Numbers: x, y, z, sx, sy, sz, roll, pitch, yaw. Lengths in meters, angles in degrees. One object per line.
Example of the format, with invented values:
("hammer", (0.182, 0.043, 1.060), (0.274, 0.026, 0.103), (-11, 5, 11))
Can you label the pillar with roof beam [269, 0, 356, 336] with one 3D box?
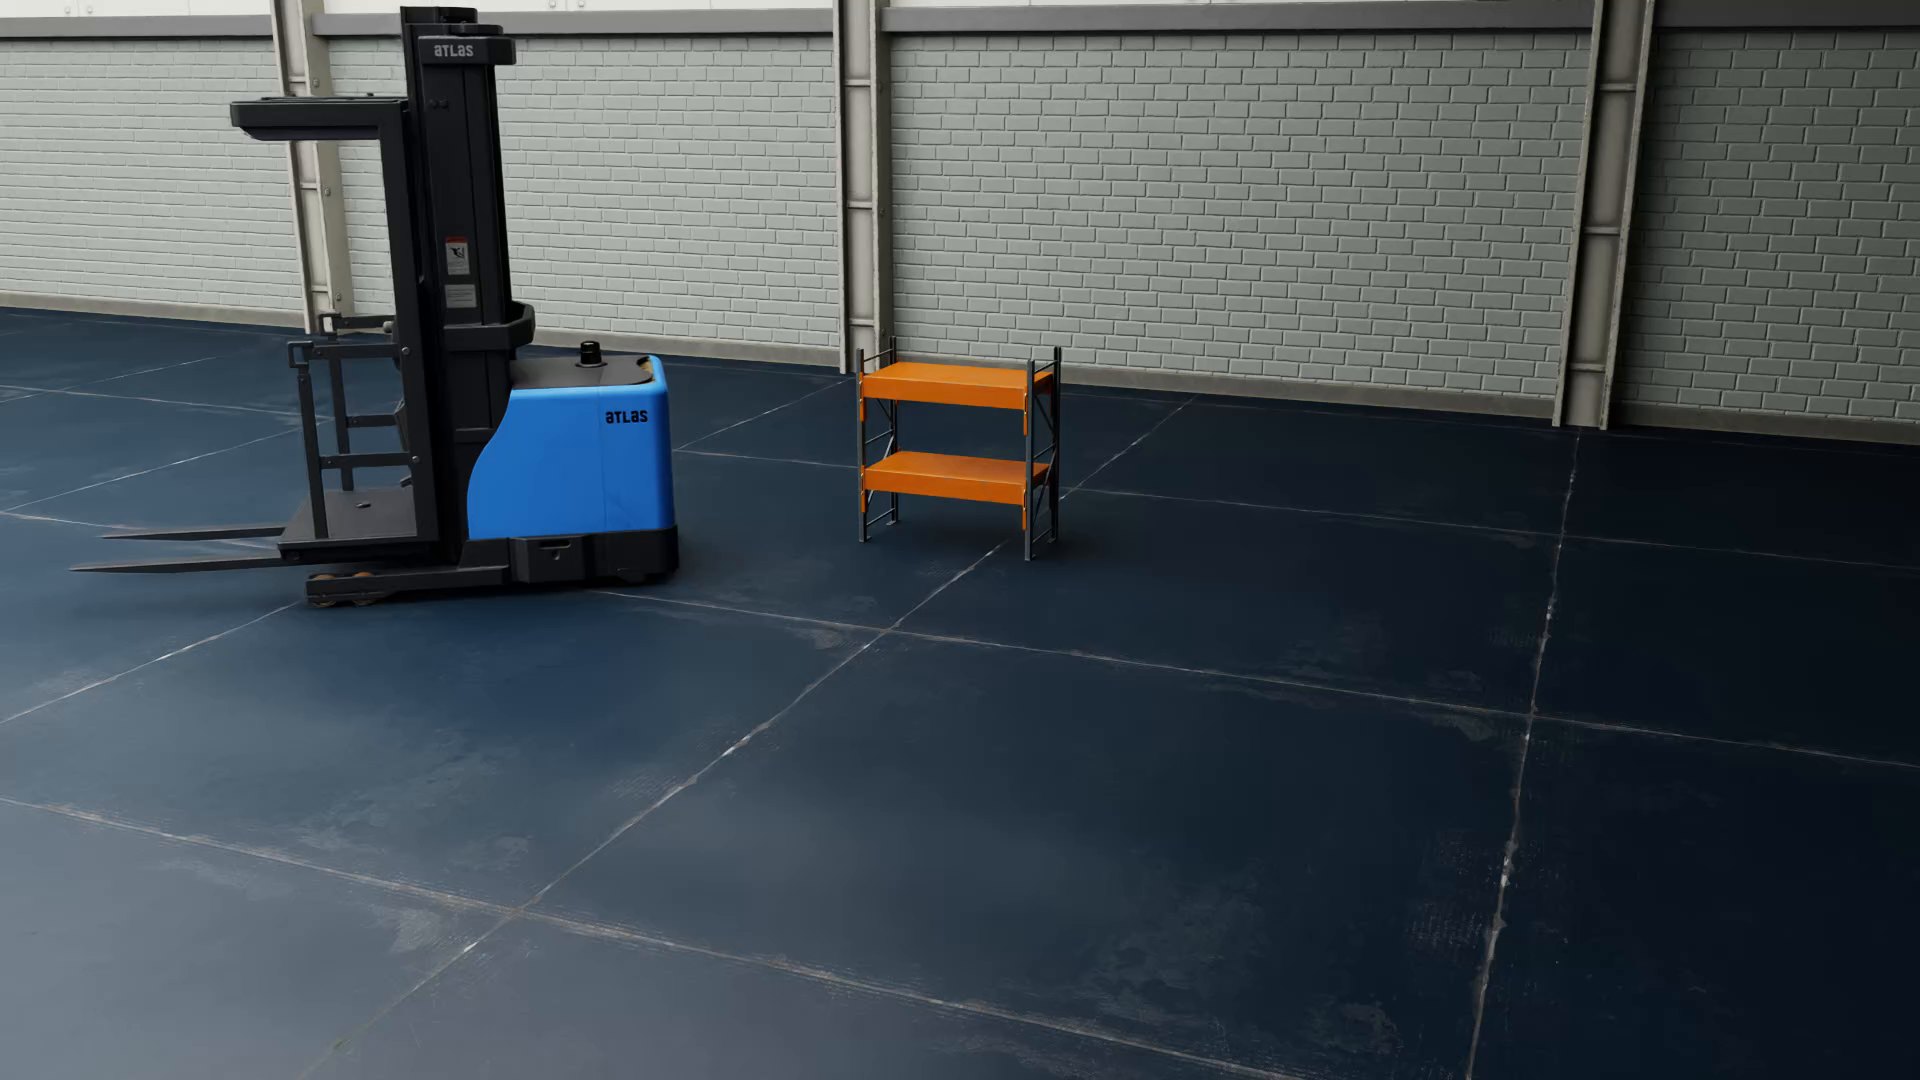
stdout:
("pillar with roof beam", (-7.990, -5.322, 11.864), (0.400, 9.000, 9.100), (6, 17, 21))

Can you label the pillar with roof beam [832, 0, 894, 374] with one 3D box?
("pillar with roof beam", (-2.408, -4.708, 9.749), (0.400, 9.000, 9.100), (6, 17, 21))

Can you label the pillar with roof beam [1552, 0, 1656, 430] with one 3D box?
("pillar with roof beam", (3.173, -4.094, 7.635), (0.400, 9.000, 9.100), (6, 17, 21))

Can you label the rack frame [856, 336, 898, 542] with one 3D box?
("rack frame", (-0.479, -0.593, 9.698), (0.032, 1.125, 0.500), (6, 17, 21))

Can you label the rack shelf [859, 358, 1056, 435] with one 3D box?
("rack shelf", (-0.006, -0.822, 9.438), (1.000, 0.278, 0.538), (6, 17, 21))

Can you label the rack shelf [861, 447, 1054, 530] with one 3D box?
("rack shelf", (-0.006, -0.306, 9.587), (1.000, 0.278, 0.538), (6, 17, 21))

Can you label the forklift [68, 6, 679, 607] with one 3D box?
("forklift", (-3.078, -1.224, 8.633), (3.031, 2.935, 1.130), (-3, 17, -12))

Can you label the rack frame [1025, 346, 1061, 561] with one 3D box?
("rack frame", (0.467, -0.489, 9.340), (0.032, 1.125, 0.500), (6, 17, 21))

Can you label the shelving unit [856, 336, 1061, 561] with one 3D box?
("shelving unit", (-0.006, -0.541, 9.519), (1.048, 1.125, 0.538), (6, 17, 21))
